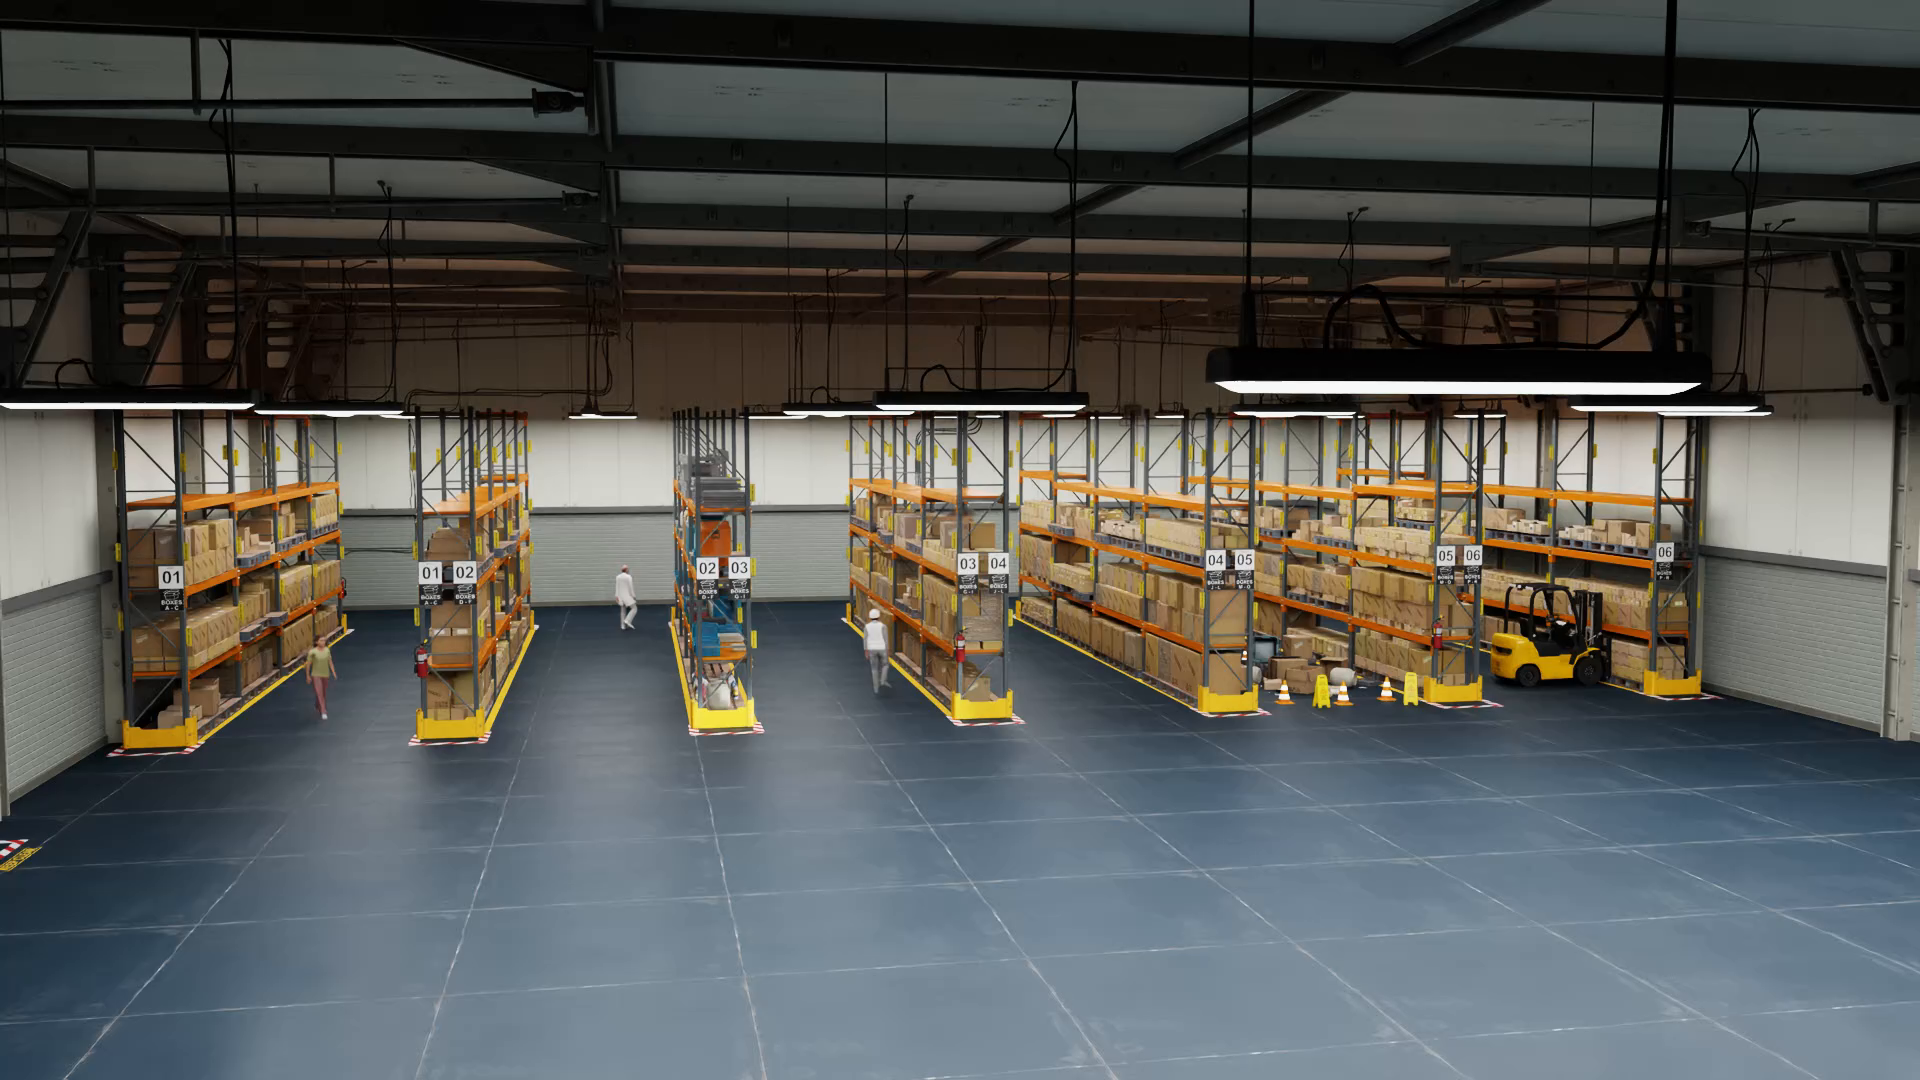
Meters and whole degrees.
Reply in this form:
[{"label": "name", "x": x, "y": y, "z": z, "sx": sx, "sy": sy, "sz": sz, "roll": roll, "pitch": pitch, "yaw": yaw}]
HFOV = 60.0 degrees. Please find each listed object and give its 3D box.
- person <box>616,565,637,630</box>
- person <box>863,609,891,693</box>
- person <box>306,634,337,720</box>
[{"label": "person", "x": -9.218, "y": 1.584, "z": 45.825, "sx": 0.743, "sy": 1.777, "sz": 0.570, "roll": 3, "pitch": 5, "yaw": 32}, {"label": "person", "x": -1.755, "y": 2.331, "z": 35.199, "sx": 0.579, "sy": 1.762, "sz": 0.478, "roll": 0, "pitch": 4, "yaw": -2}, {"label": "person", "x": -12.318, "y": 2.615, "z": 32.060, "sx": 0.519, "sy": 1.603, "sz": 1.088, "roll": -3, "pitch": 5, "yaw": -38}]
